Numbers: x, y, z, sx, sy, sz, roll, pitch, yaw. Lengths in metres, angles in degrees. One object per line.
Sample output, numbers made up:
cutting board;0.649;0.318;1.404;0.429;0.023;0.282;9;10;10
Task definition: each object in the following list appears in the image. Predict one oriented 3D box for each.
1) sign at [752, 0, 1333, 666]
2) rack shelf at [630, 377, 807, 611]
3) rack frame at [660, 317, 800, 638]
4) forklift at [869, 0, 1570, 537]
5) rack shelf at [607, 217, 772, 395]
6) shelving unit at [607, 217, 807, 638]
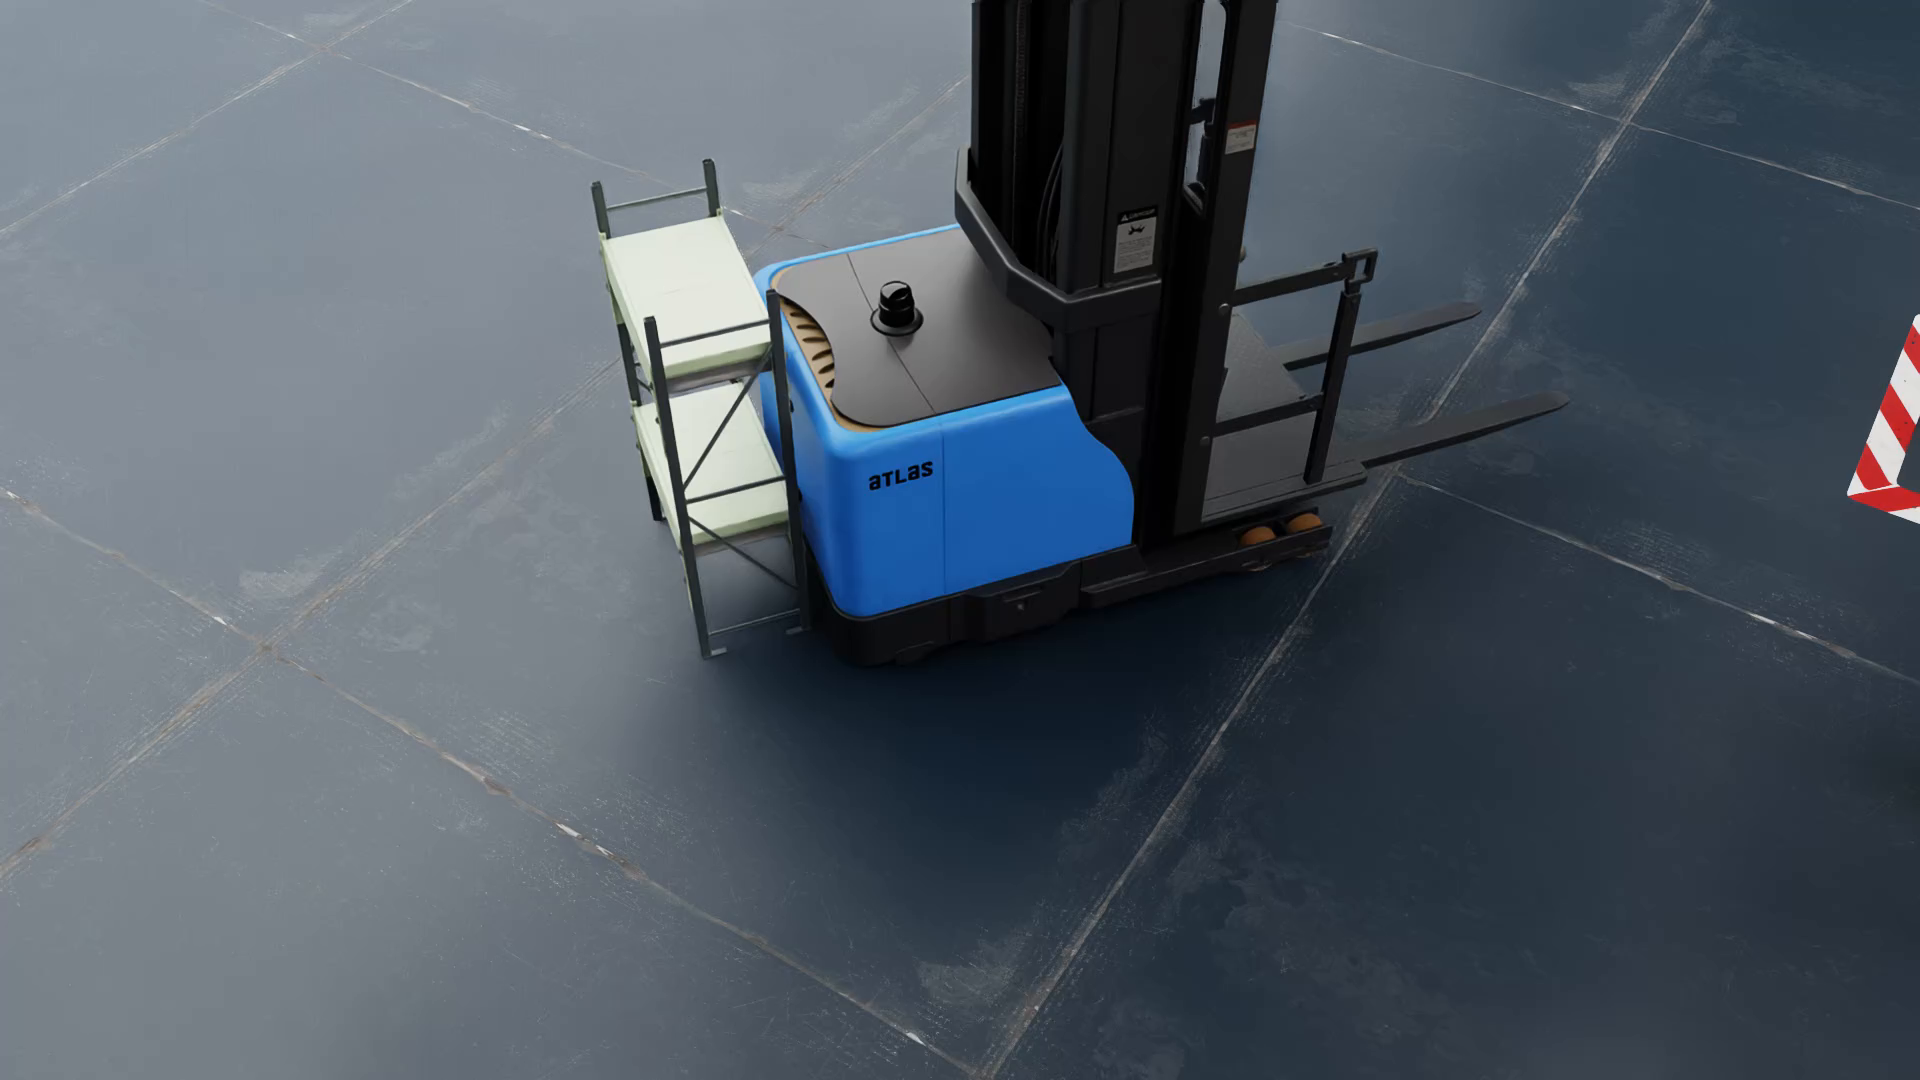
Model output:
sign;0.298;-1.065;5.315;2.025;2.768;2.177;25;51;22
rack shelf;-0.850;-0.178;5.832;0.431;0.370;0.720;-15;48;-14
rack frame;-0.722;-0.159;5.359;0.380;1.308;0.010;-15;48;-14
forklift;0.841;-1.245;5.416;3.031;2.935;1.121;-15;48;-14
rack shelf;-0.850;-0.745;5.248;0.368;0.124;0.686;-15;48;-14
shelving unit;-0.848;-0.401;5.594;0.431;1.308;0.731;-15;48;-14
